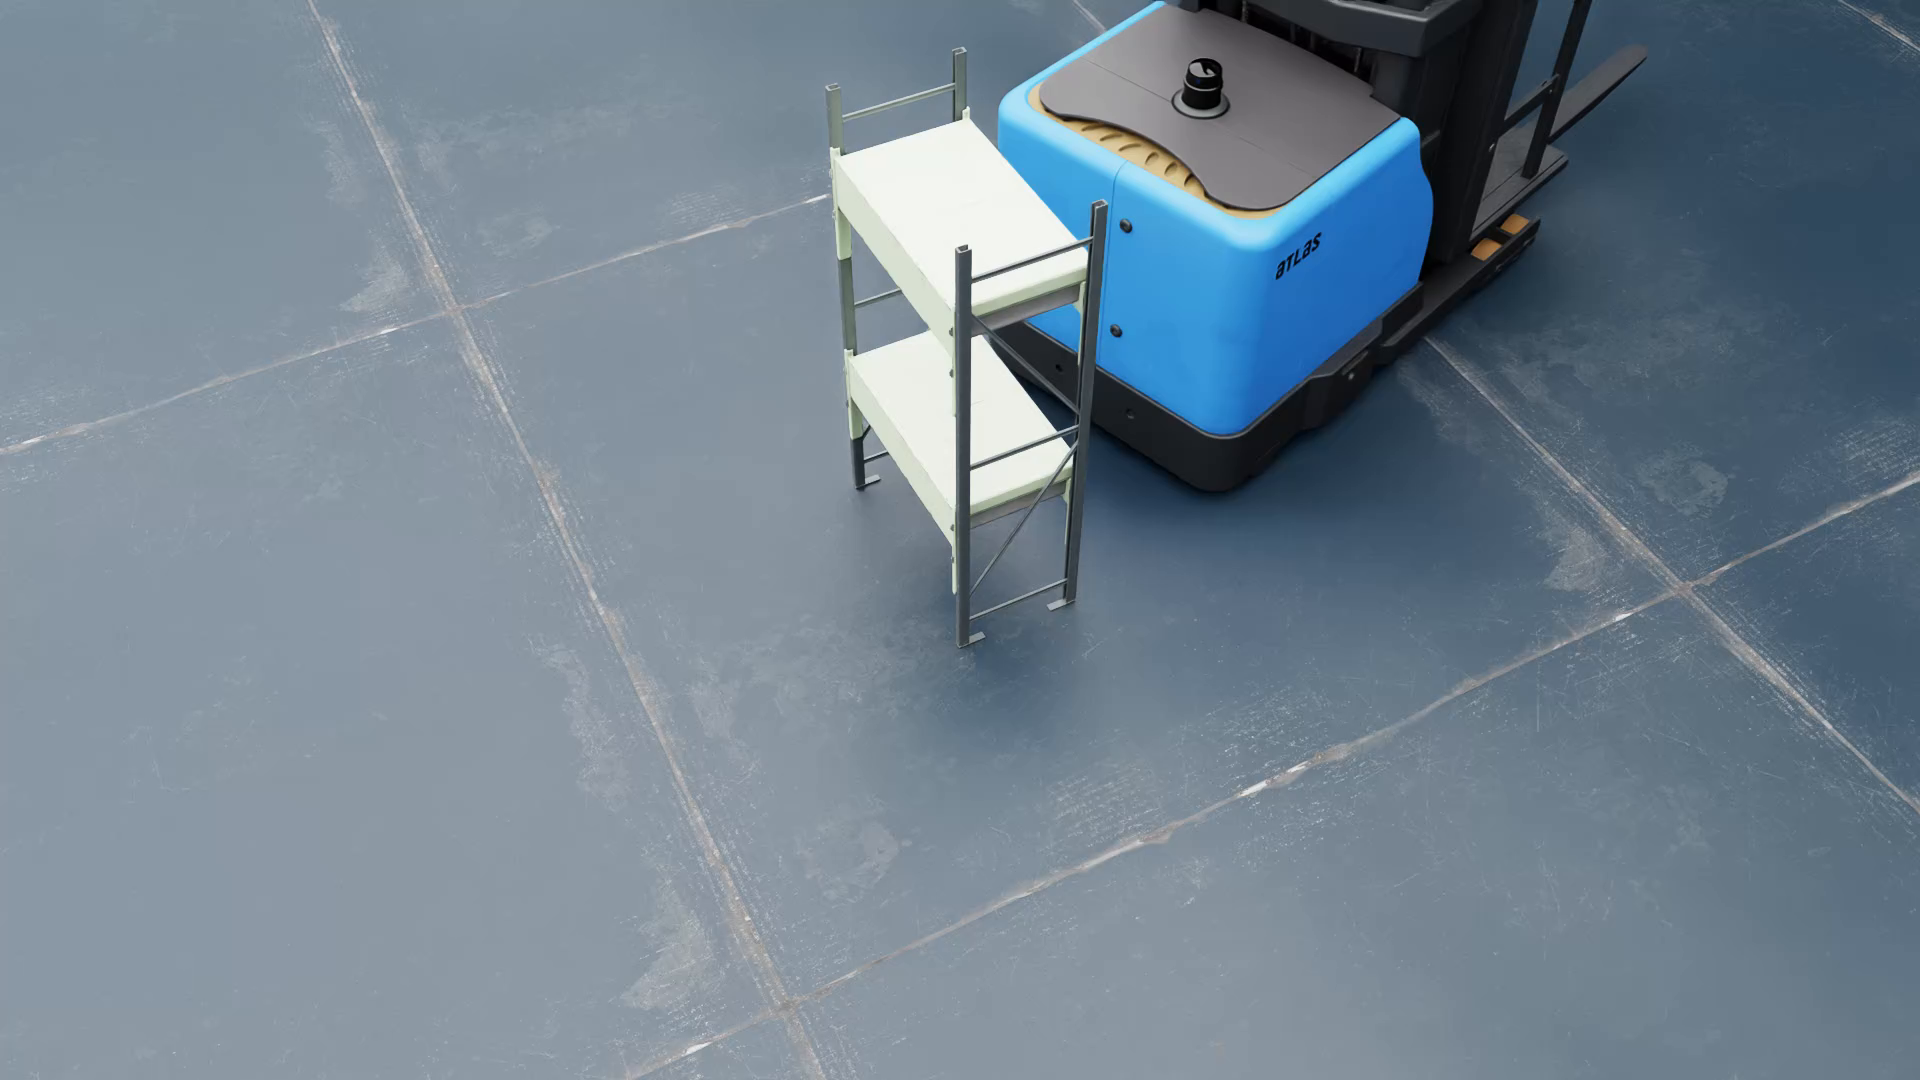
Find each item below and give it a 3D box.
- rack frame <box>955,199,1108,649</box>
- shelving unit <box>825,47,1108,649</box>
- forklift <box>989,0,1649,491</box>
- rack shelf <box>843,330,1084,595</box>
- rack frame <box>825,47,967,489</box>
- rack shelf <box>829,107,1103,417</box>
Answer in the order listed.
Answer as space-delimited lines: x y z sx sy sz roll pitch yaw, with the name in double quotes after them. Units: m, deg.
0.171 -0.244 4.467 0.400 1.500 0.023 -21 52 -18 "rack frame"
0.003 -0.489 4.682 0.431 1.500 0.755 -21 52 -18 "shelving unit"
1.481 -2.135 5.170 1.130 2.935 3.031 36 58 27 "forklift"
0.003 -0.275 4.927 0.431 0.370 0.720 -21 52 -18 "rack shelf"
-0.164 -0.734 4.896 0.400 1.500 0.023 -21 52 -18 "rack frame"
0.003 -0.746 4.388 0.431 0.370 0.720 -21 52 -18 "rack shelf"
